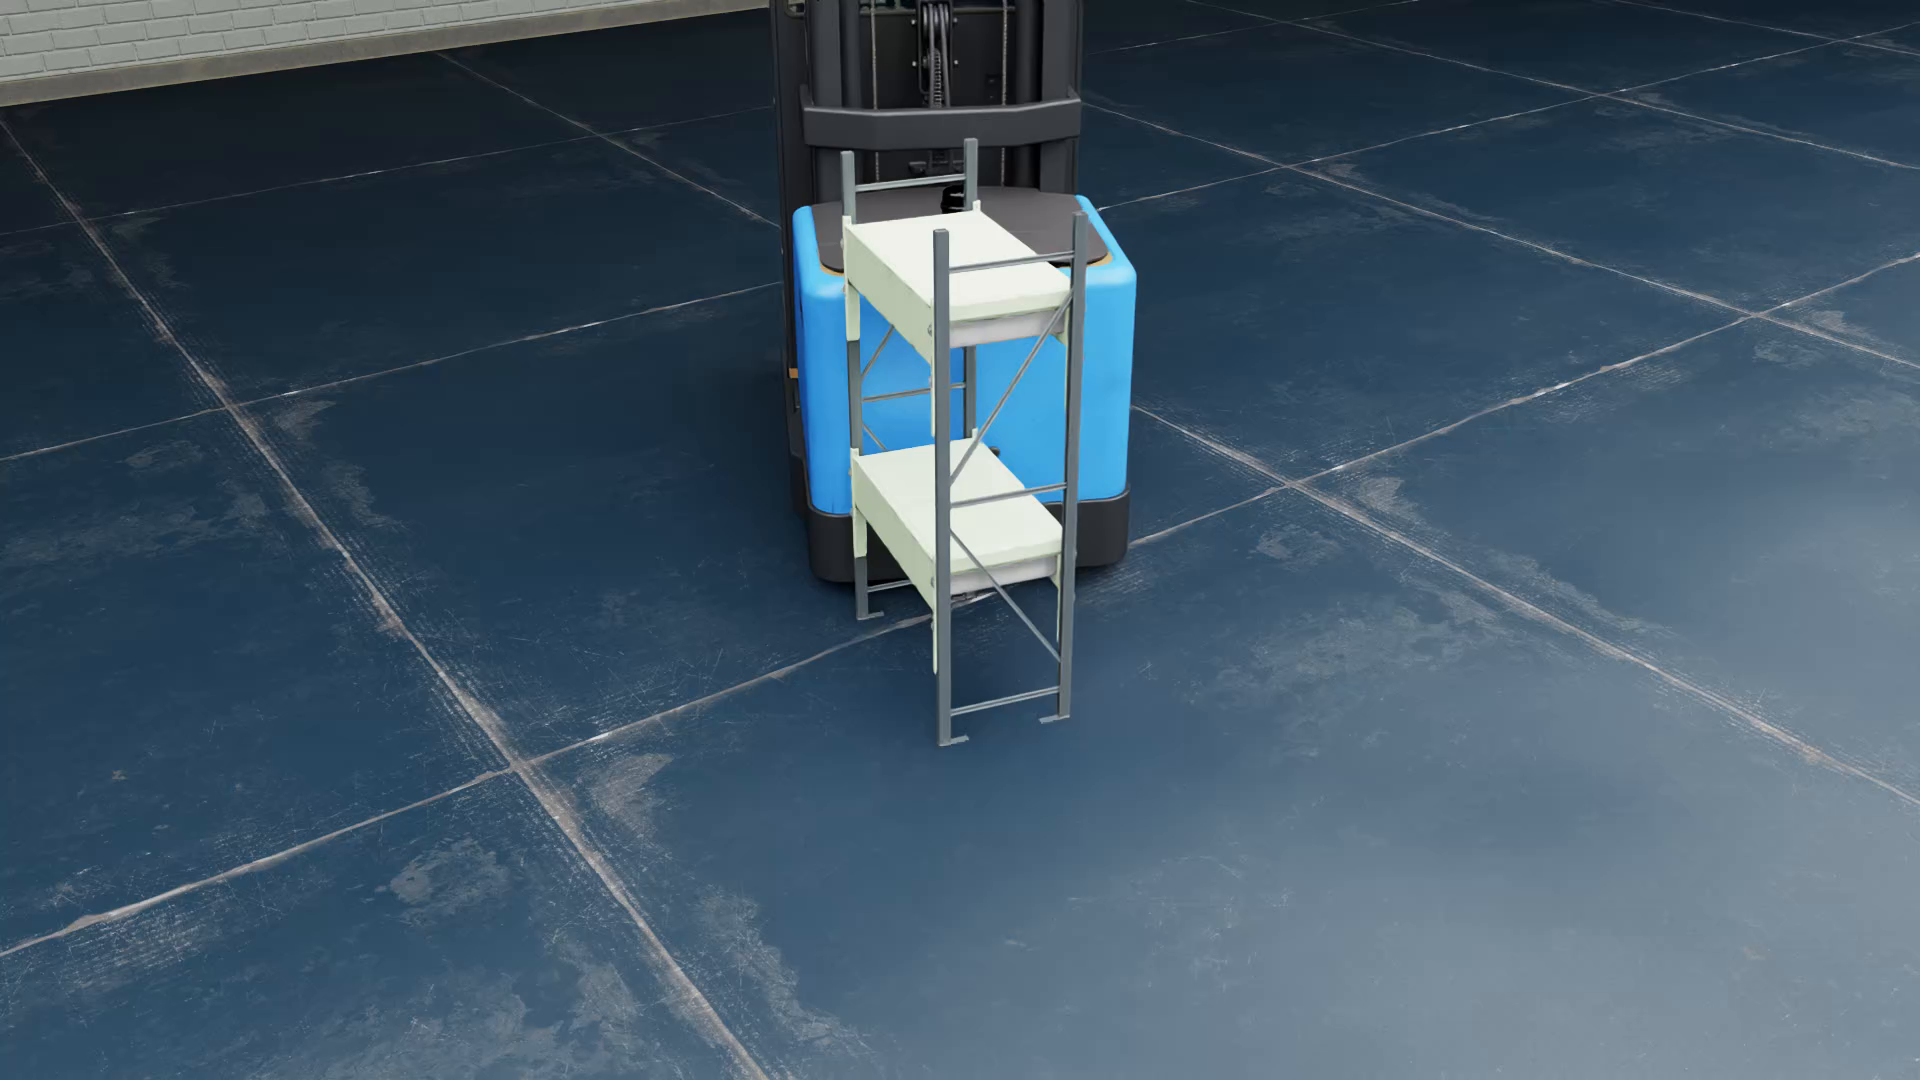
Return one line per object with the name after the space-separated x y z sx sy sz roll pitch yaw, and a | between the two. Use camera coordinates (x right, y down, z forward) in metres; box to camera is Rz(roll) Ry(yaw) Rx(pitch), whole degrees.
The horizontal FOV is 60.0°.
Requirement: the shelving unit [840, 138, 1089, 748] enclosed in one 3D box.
-0.007 -0.276 4.686 0.431 1.500 0.755 -11 30 -19 | shelving unit

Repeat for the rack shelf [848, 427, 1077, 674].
-0.007 0.011 4.842 0.431 0.370 0.720 -11 30 -19 | rack shelf

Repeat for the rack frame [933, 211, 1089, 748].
0.126 -0.113 4.387 0.400 1.500 0.023 -11 30 -19 | rack frame

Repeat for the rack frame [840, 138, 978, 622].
-0.140 -0.439 4.986 0.400 1.500 0.023 -11 30 -19 | rack frame

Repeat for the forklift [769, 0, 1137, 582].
-0.147 -1.831 6.050 1.130 2.935 3.031 -4 29 -6 | forklift

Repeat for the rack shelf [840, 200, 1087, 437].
-0.007 -0.619 4.500 0.431 0.370 0.720 -11 30 -19 | rack shelf
